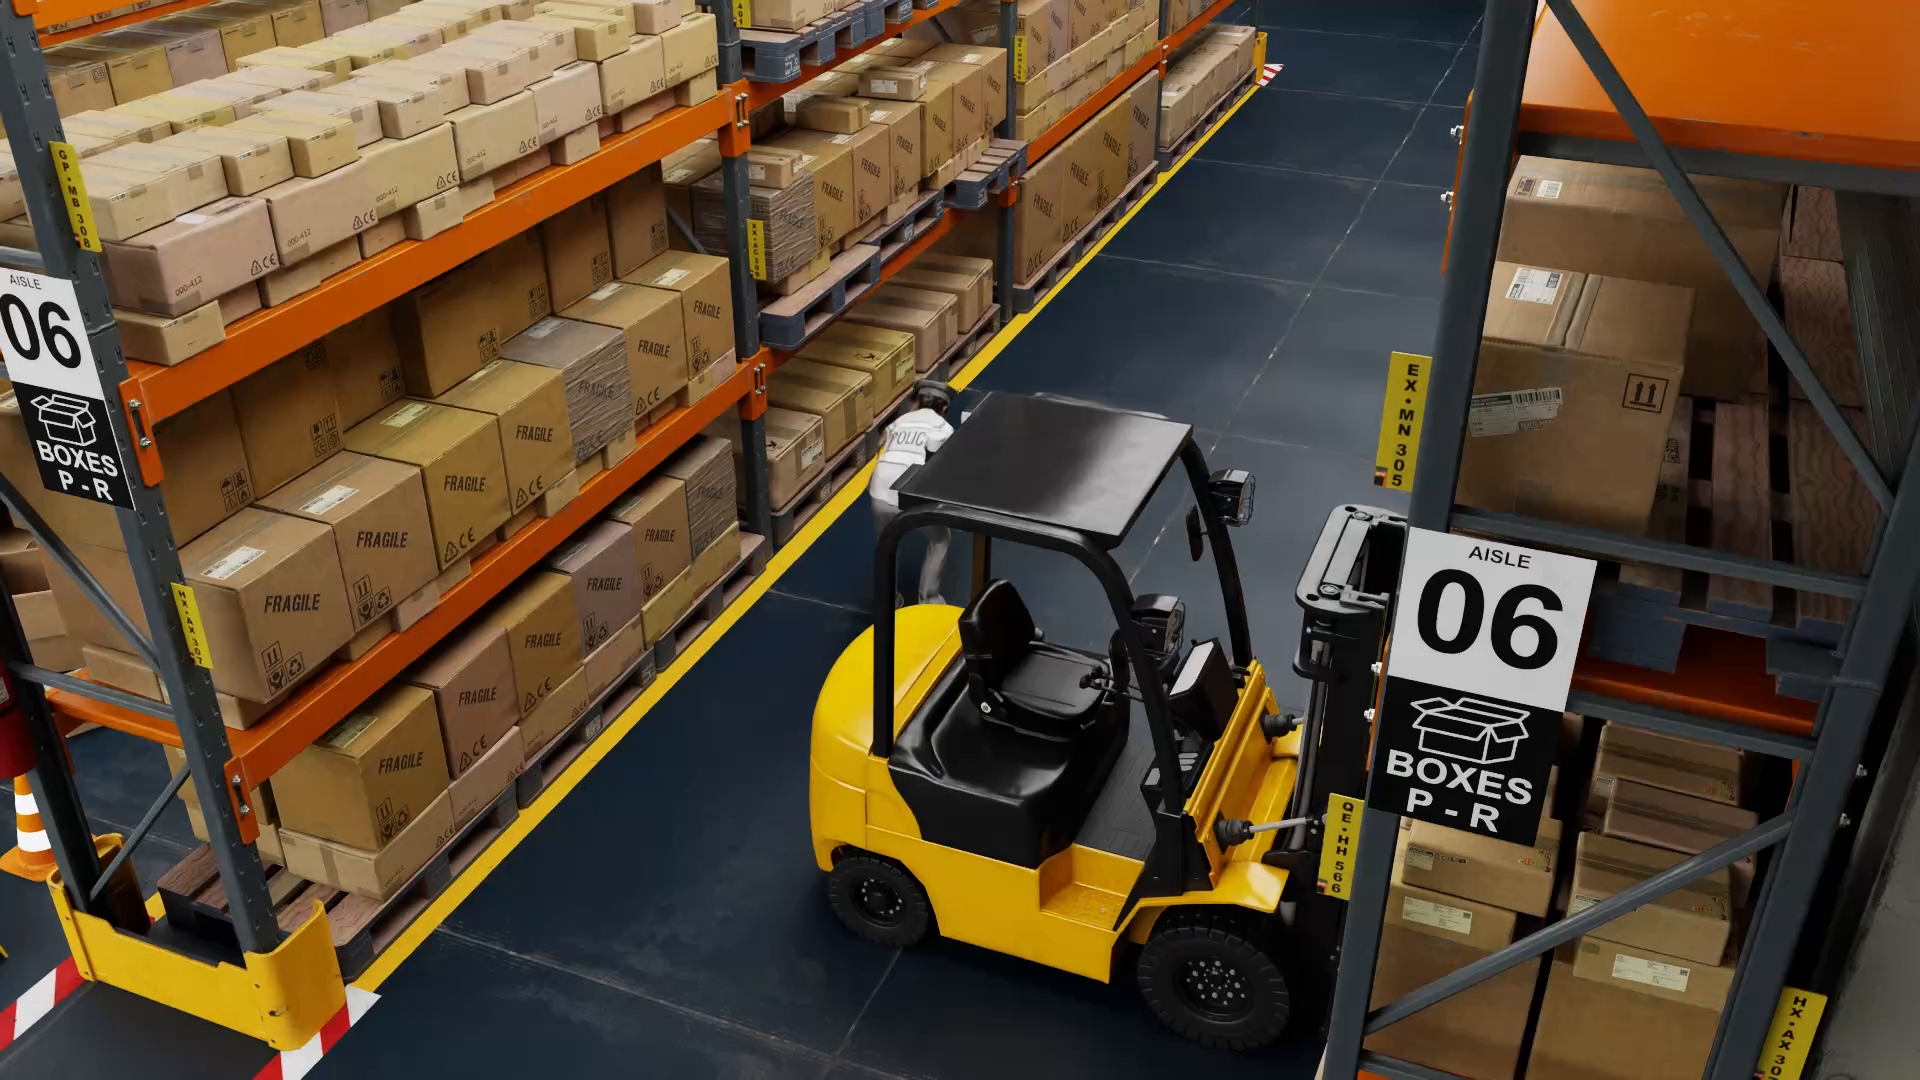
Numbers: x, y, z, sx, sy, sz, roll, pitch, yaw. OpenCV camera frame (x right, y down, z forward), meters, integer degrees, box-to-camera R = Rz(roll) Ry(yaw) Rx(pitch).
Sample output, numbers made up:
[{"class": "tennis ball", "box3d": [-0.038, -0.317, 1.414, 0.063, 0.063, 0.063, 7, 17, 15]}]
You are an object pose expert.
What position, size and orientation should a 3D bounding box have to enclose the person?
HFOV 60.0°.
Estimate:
[{"class": "person", "box3d": [-0.227, -0.211, 9.188, 0.410, 1.240, 0.897, 8, 31, 14]}]
